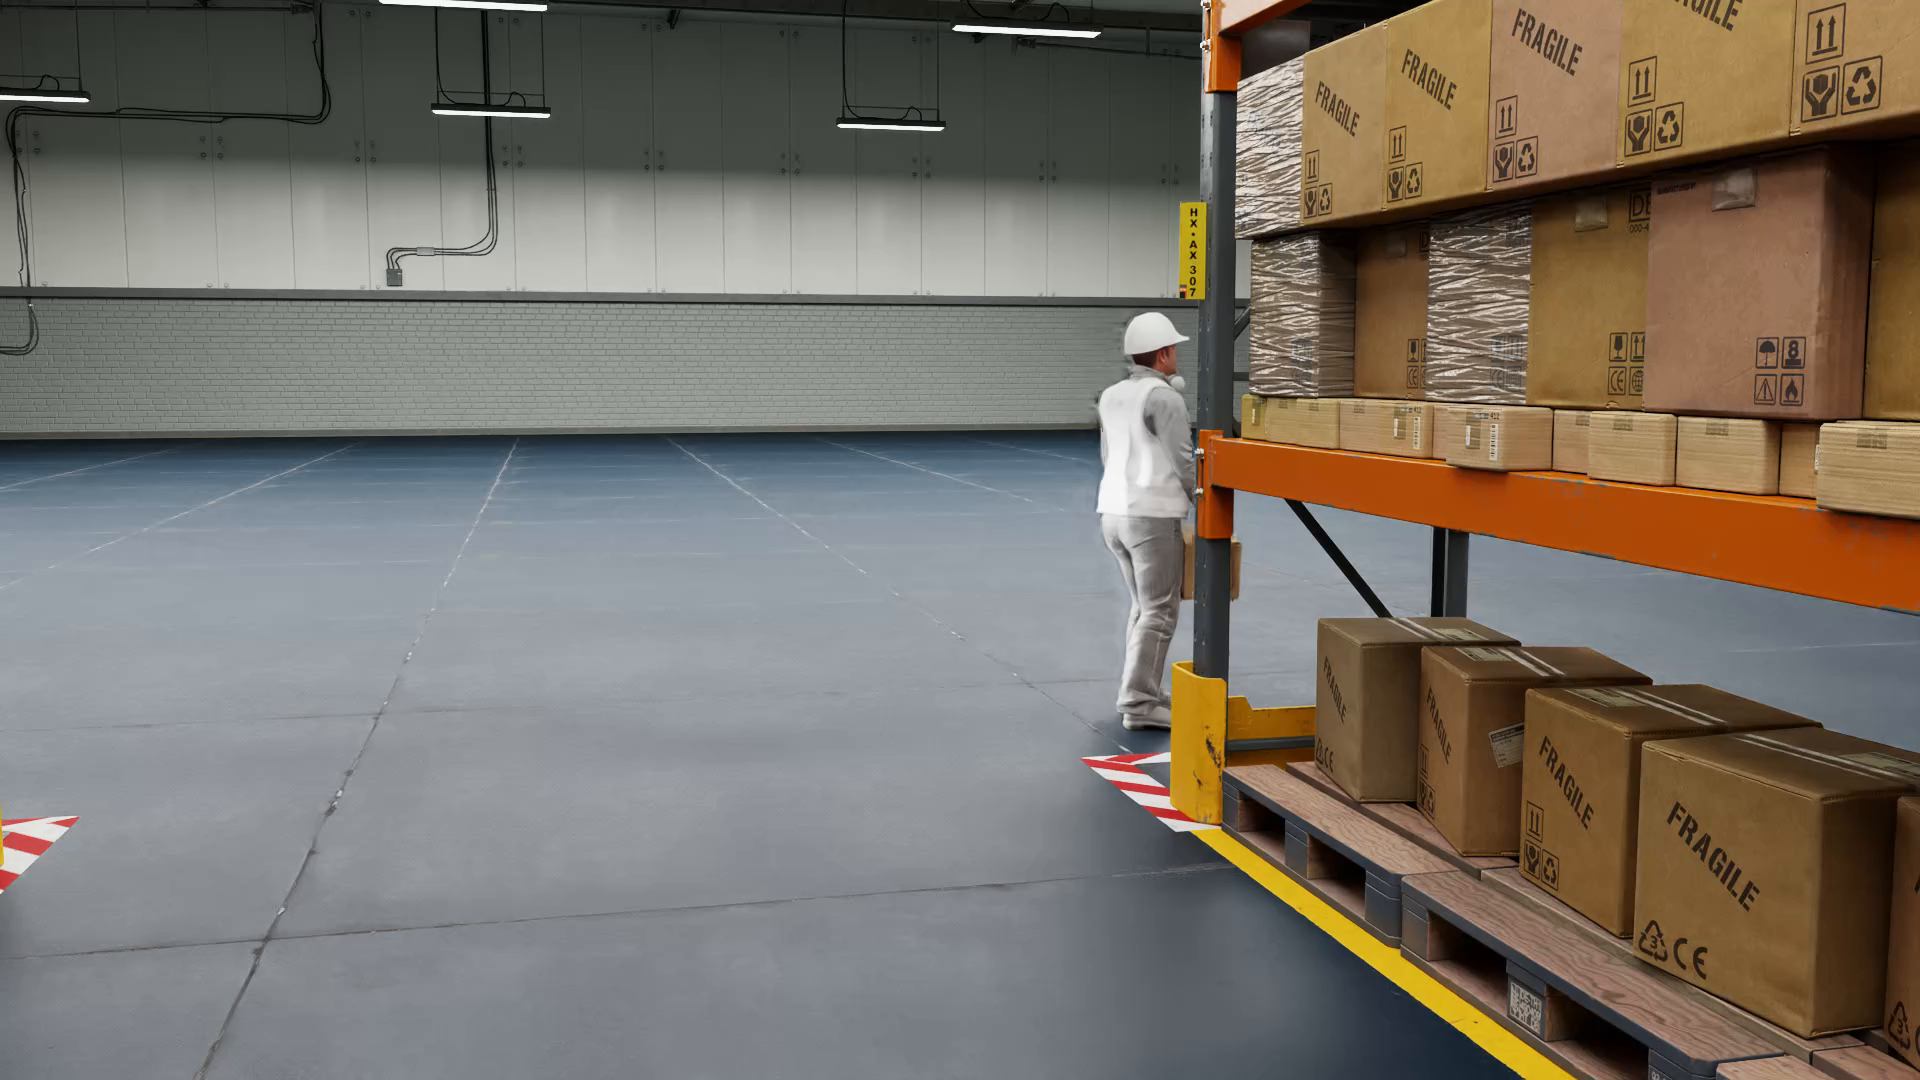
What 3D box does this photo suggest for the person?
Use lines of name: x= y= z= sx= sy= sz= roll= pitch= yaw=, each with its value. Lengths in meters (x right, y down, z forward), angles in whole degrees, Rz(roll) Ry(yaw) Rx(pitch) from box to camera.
person: x=0.853 y=-0.095 z=7.231 sx=0.490 sy=1.769 sz=0.602 roll=-3 pitch=7 yaw=-24
